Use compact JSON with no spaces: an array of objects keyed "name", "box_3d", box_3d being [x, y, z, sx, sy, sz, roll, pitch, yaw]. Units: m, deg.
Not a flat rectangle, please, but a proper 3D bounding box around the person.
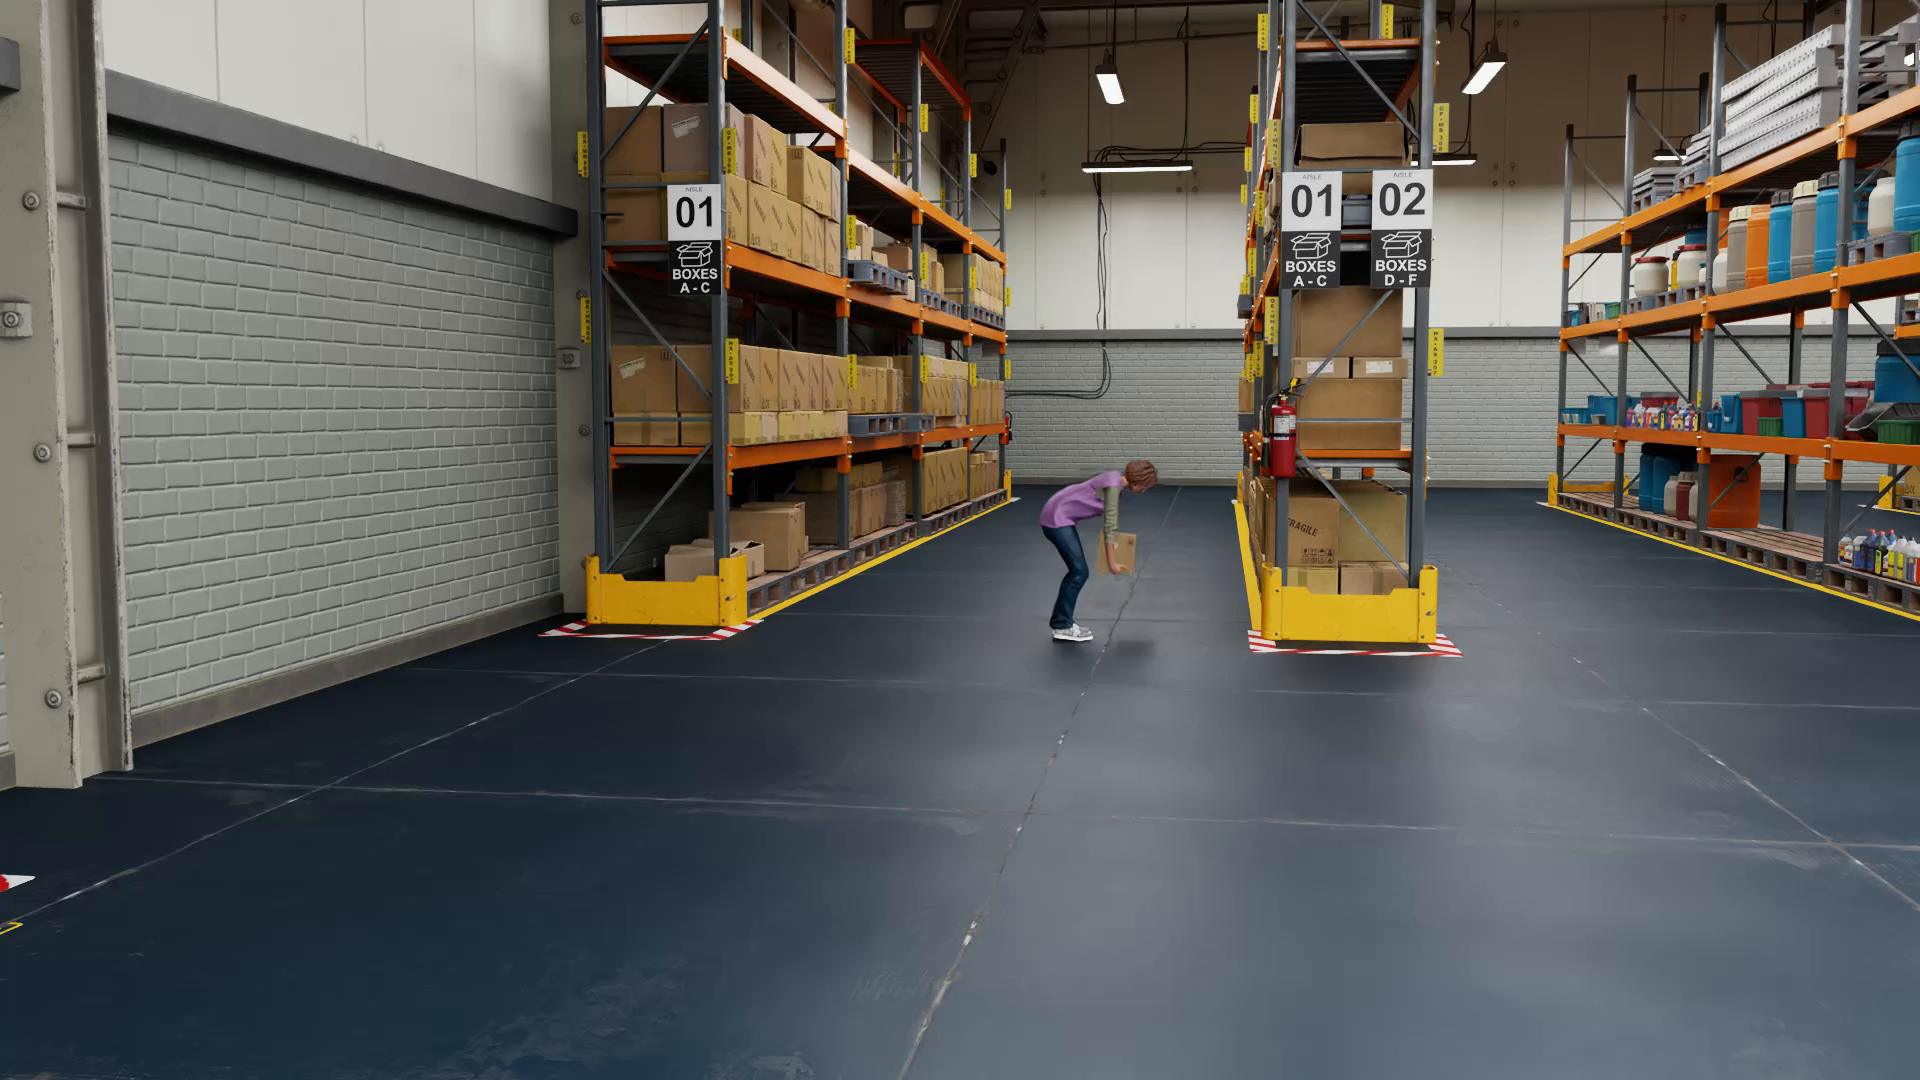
[{"name":"person","box_3d":[0.943,0.072,11.461,0.810,1.240,0.378,1,5,7]}]
